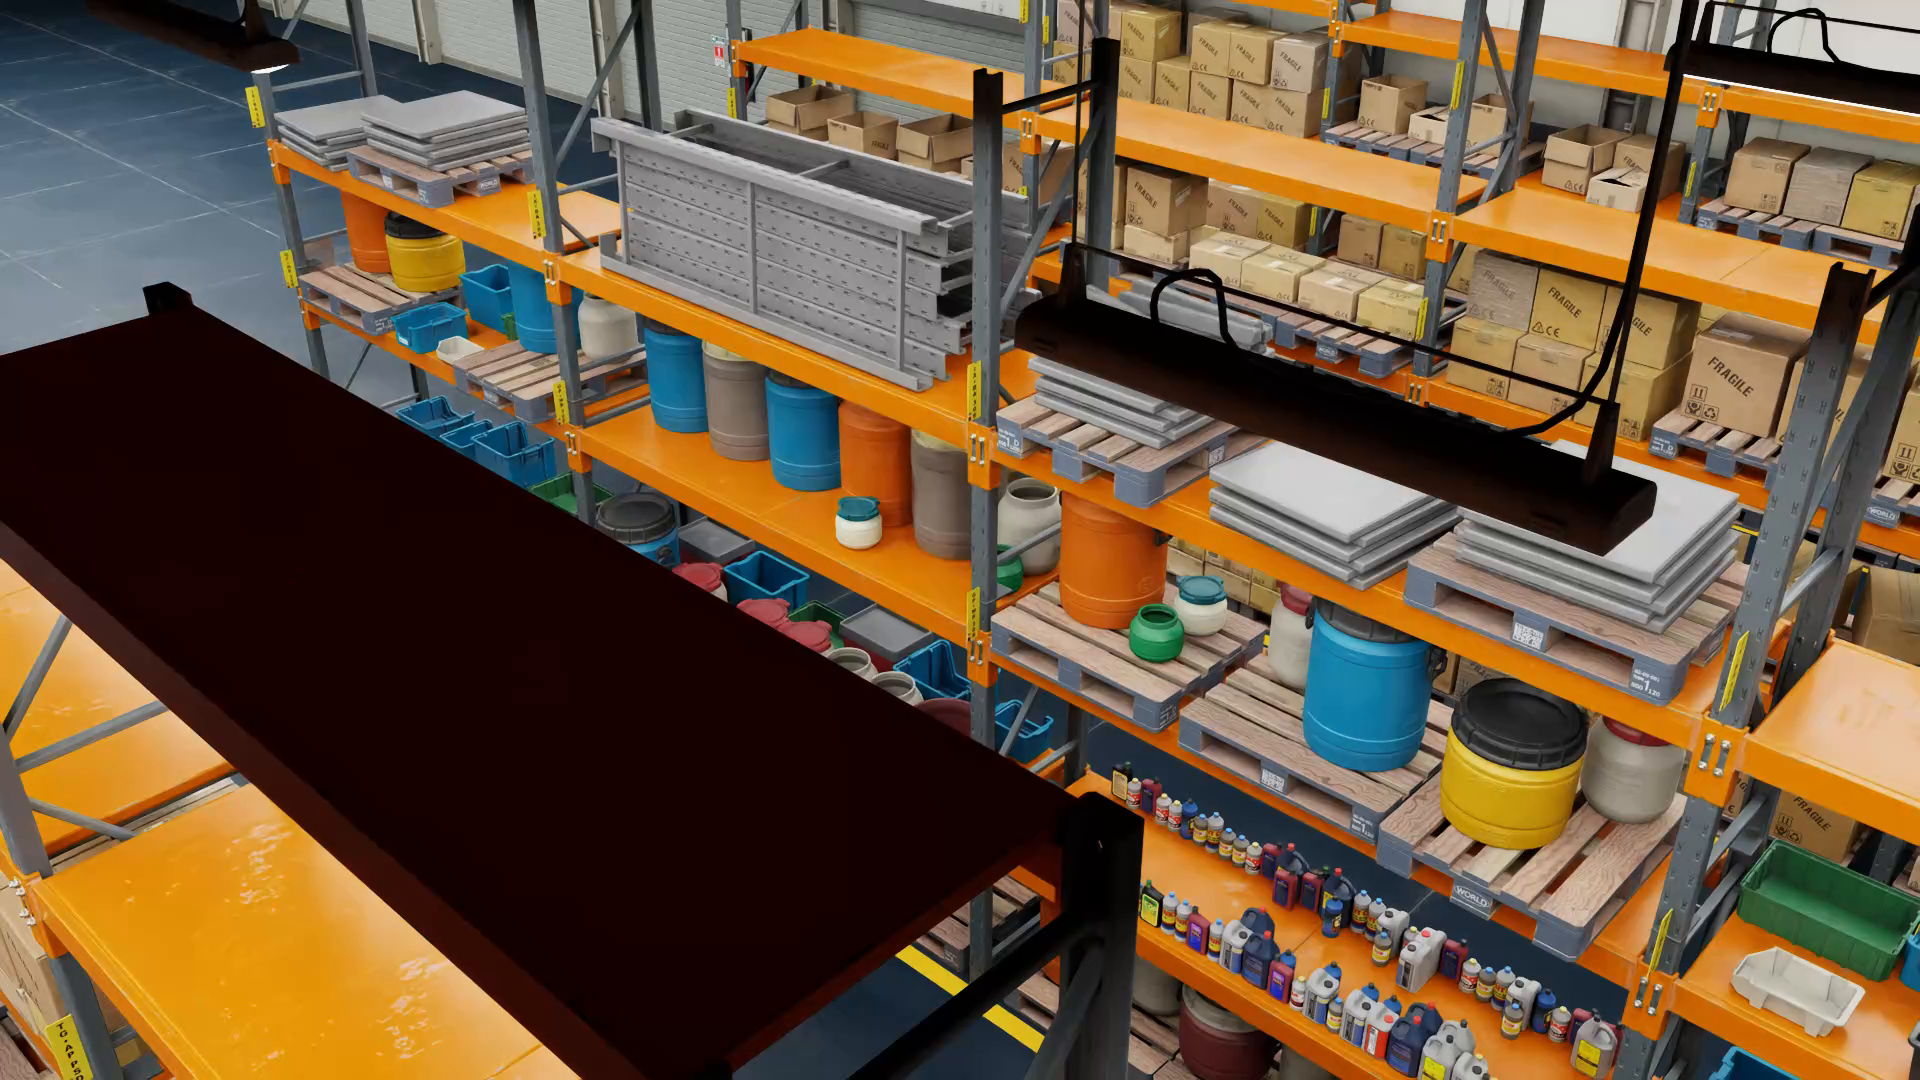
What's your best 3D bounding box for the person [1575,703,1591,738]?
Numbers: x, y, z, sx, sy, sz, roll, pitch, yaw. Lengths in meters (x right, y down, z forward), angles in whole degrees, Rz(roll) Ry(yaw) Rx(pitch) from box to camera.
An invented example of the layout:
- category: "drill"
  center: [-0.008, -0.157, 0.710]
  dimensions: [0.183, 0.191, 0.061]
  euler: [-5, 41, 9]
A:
- category: "person"
  center: [4.132, 1.733, 11.454]
  dimensions: [1.043, 1.541, 0.480]
  euler: [24, 37, 36]
